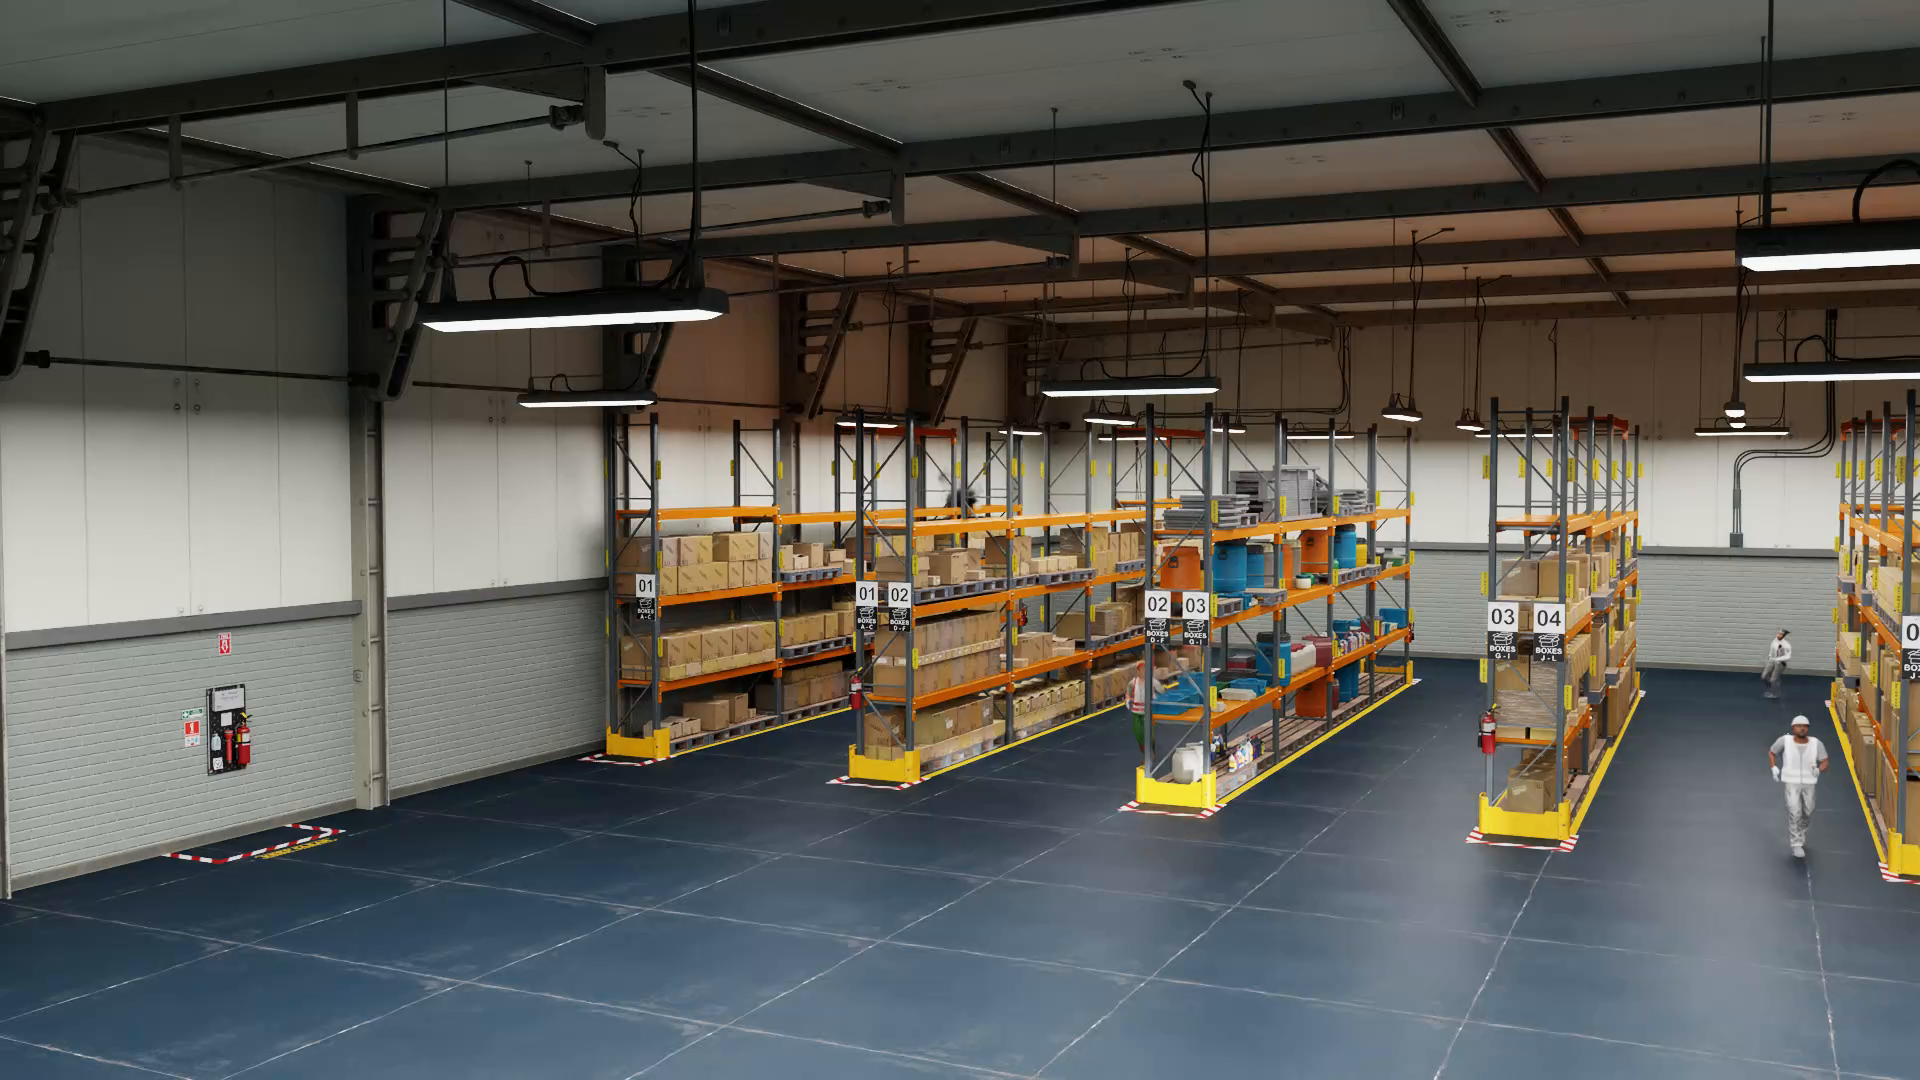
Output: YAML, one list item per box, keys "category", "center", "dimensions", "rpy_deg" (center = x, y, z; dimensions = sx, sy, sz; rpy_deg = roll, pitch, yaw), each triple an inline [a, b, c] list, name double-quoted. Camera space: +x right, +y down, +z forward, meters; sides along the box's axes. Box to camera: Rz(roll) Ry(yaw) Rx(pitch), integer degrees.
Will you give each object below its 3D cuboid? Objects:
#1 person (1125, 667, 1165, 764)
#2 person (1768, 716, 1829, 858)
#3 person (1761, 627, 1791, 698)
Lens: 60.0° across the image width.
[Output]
- category: "person"
  center: [3.084, 2.953, 28.113]
  dimensions: [0.652, 1.694, 0.526]
  rpy_deg: [1, 3, 27]
- category: "person"
  center: [10.992, 3.190, 21.794]
  dimensions: [0.698, 1.790, 0.856]
  rpy_deg: [1, 2, 16]
- category: "person"
  center: [17.756, 2.680, 36.197]
  dimensions: [0.621, 1.595, 0.716]
  rpy_deg: [-2, 3, -37]
